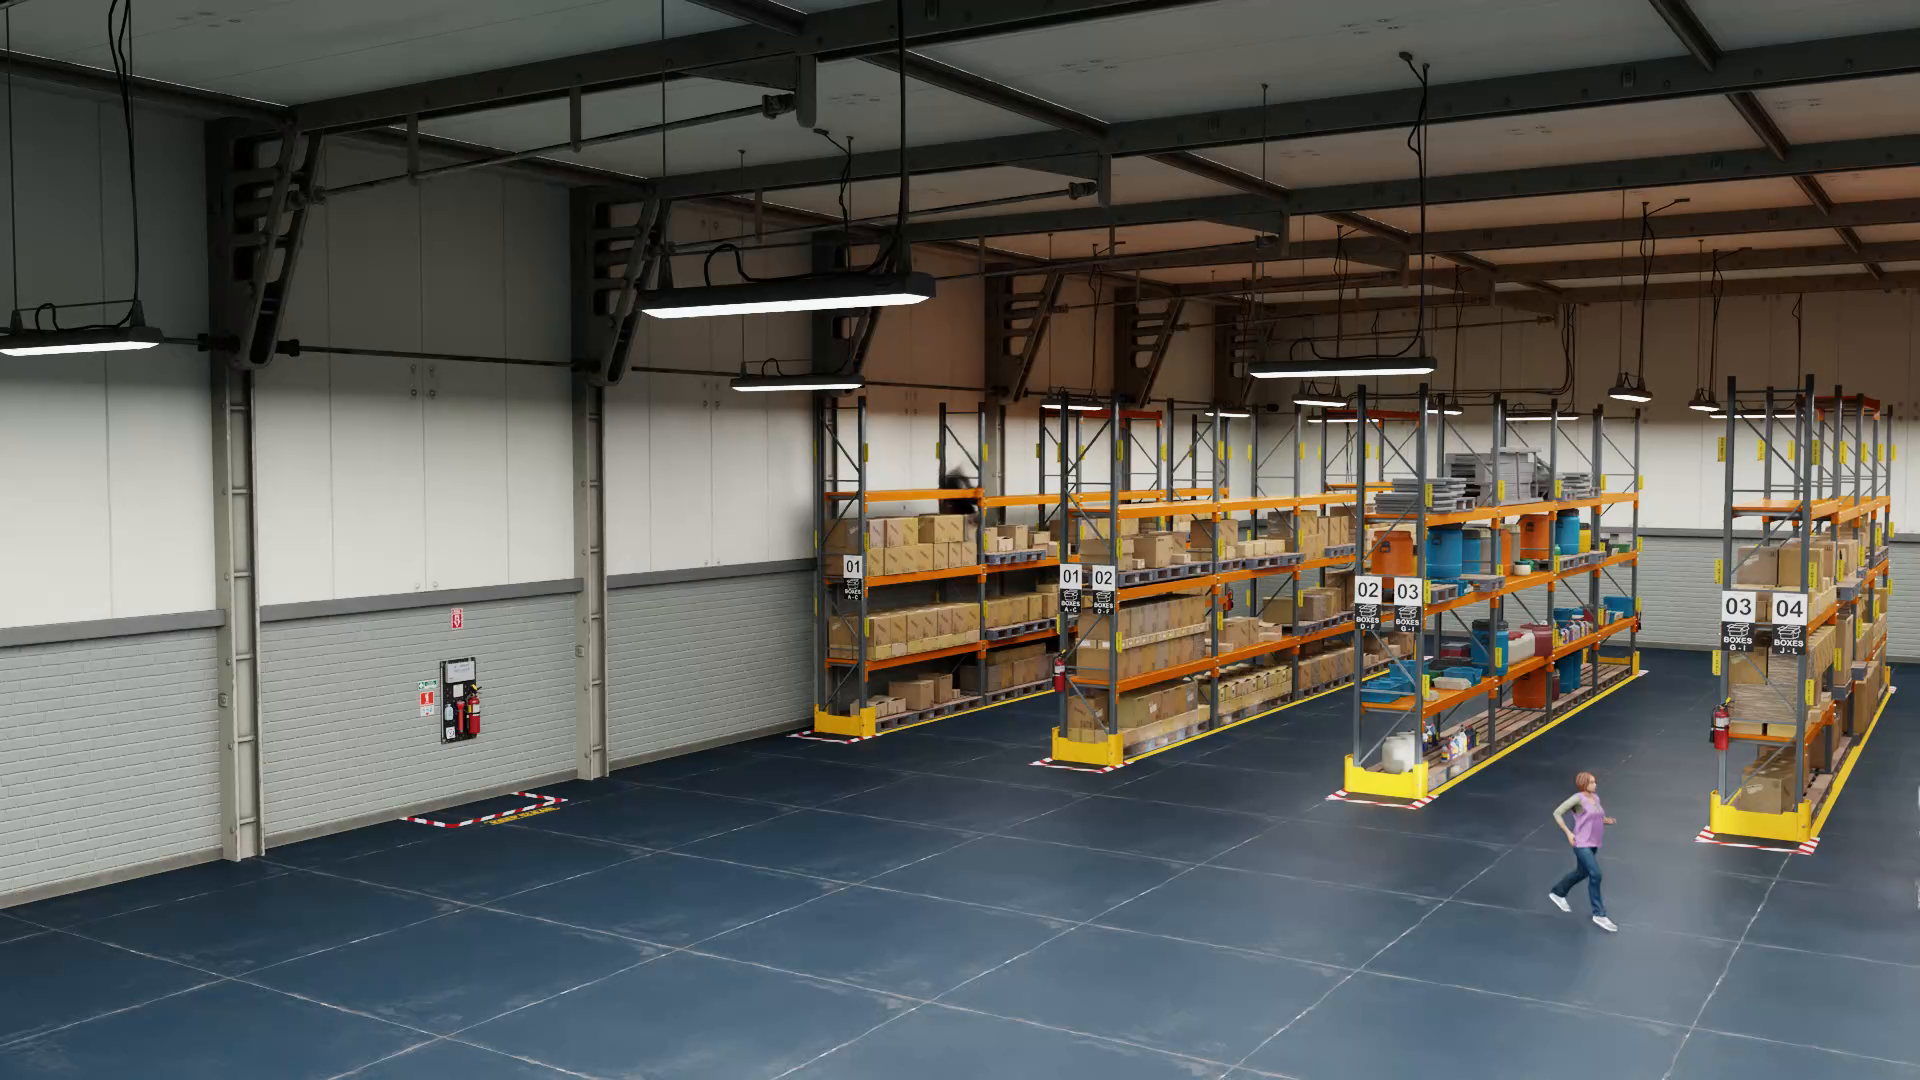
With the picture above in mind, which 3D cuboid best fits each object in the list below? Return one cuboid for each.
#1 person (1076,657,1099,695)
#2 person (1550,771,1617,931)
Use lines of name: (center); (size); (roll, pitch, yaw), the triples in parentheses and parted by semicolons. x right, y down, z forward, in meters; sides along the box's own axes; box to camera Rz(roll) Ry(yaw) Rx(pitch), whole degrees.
person: (2.451, 2.542, 30.918); (0.671, 1.675, 0.594); (1, 3, 21)
person: (6.620, 3.254, 17.641); (0.524, 1.611, 0.842); (-2, 4, -39)
